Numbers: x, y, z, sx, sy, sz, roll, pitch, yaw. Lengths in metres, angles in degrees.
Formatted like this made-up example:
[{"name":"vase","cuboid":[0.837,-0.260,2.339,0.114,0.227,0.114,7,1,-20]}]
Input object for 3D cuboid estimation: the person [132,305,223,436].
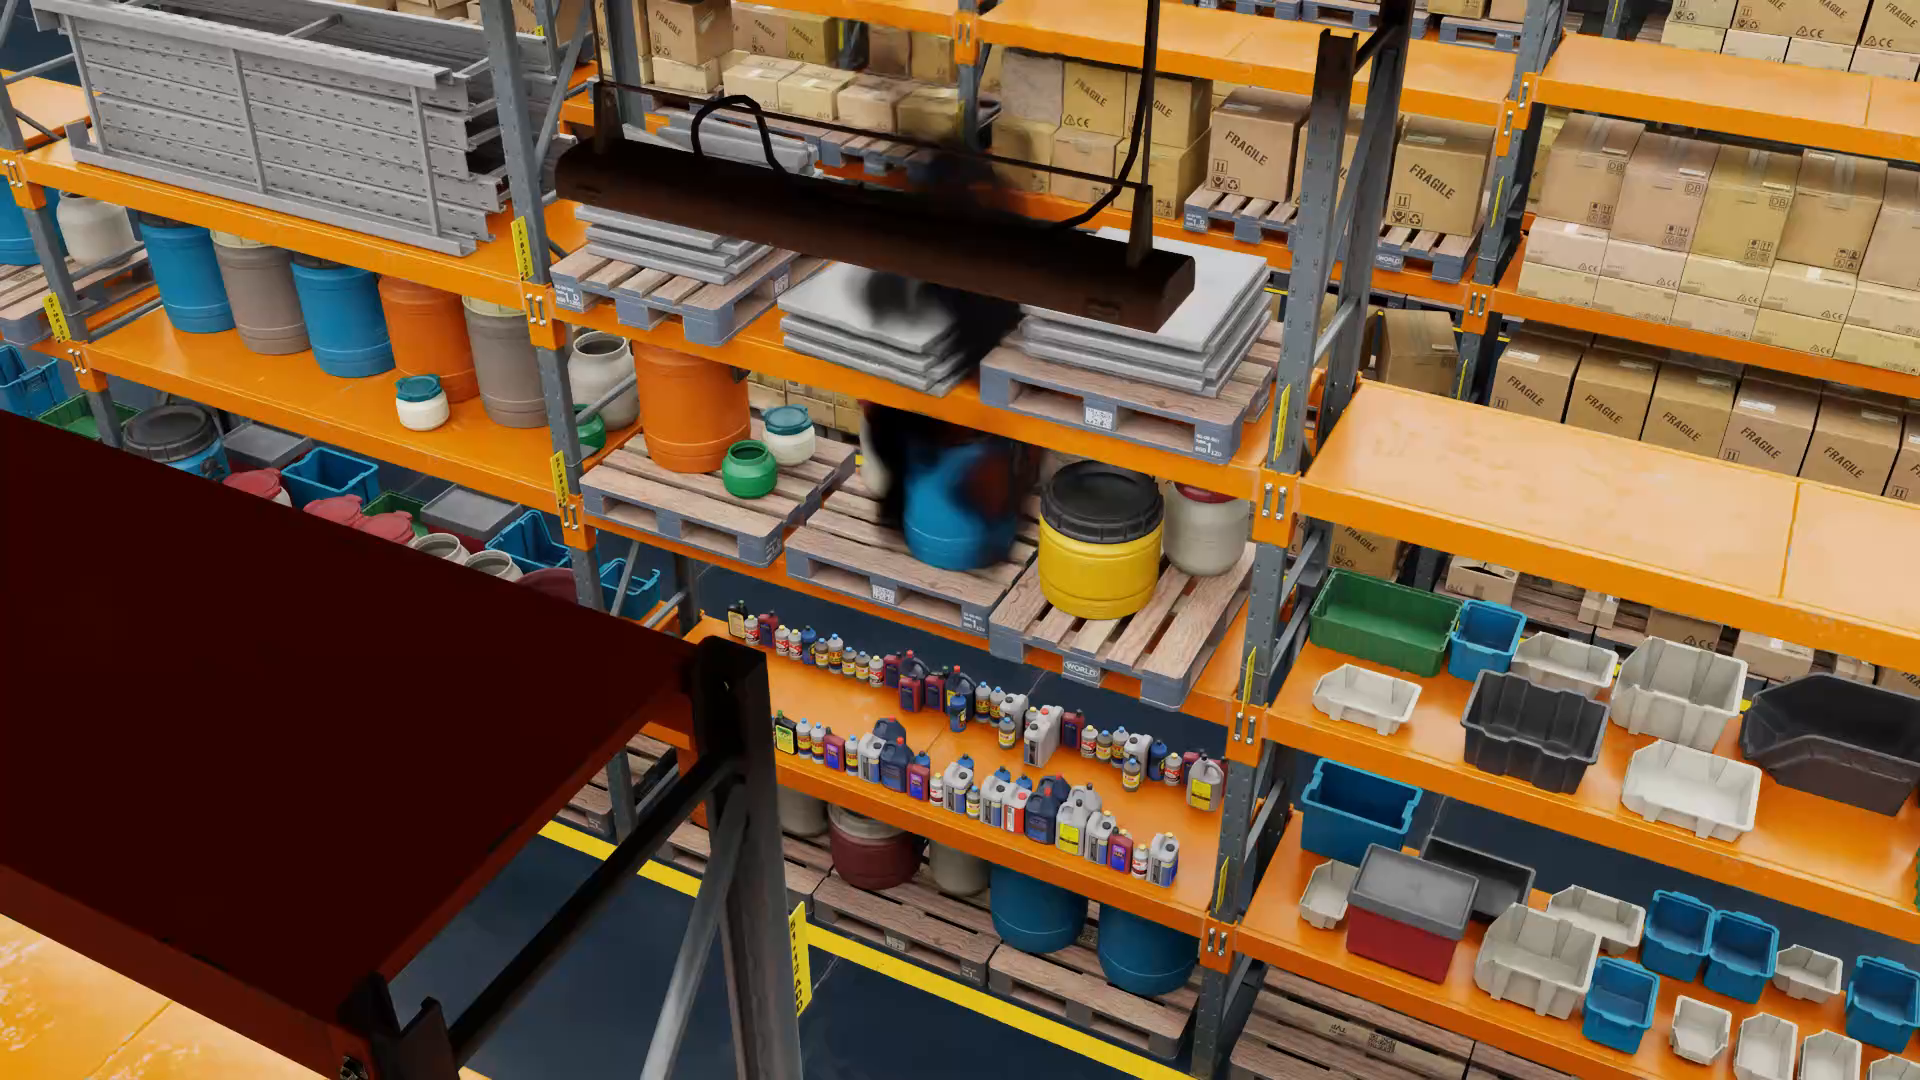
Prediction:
[{"name":"person","cuboid":[-6.920,-1.607,14.621,0.847,1.793,0.681,10,36,13]}]
